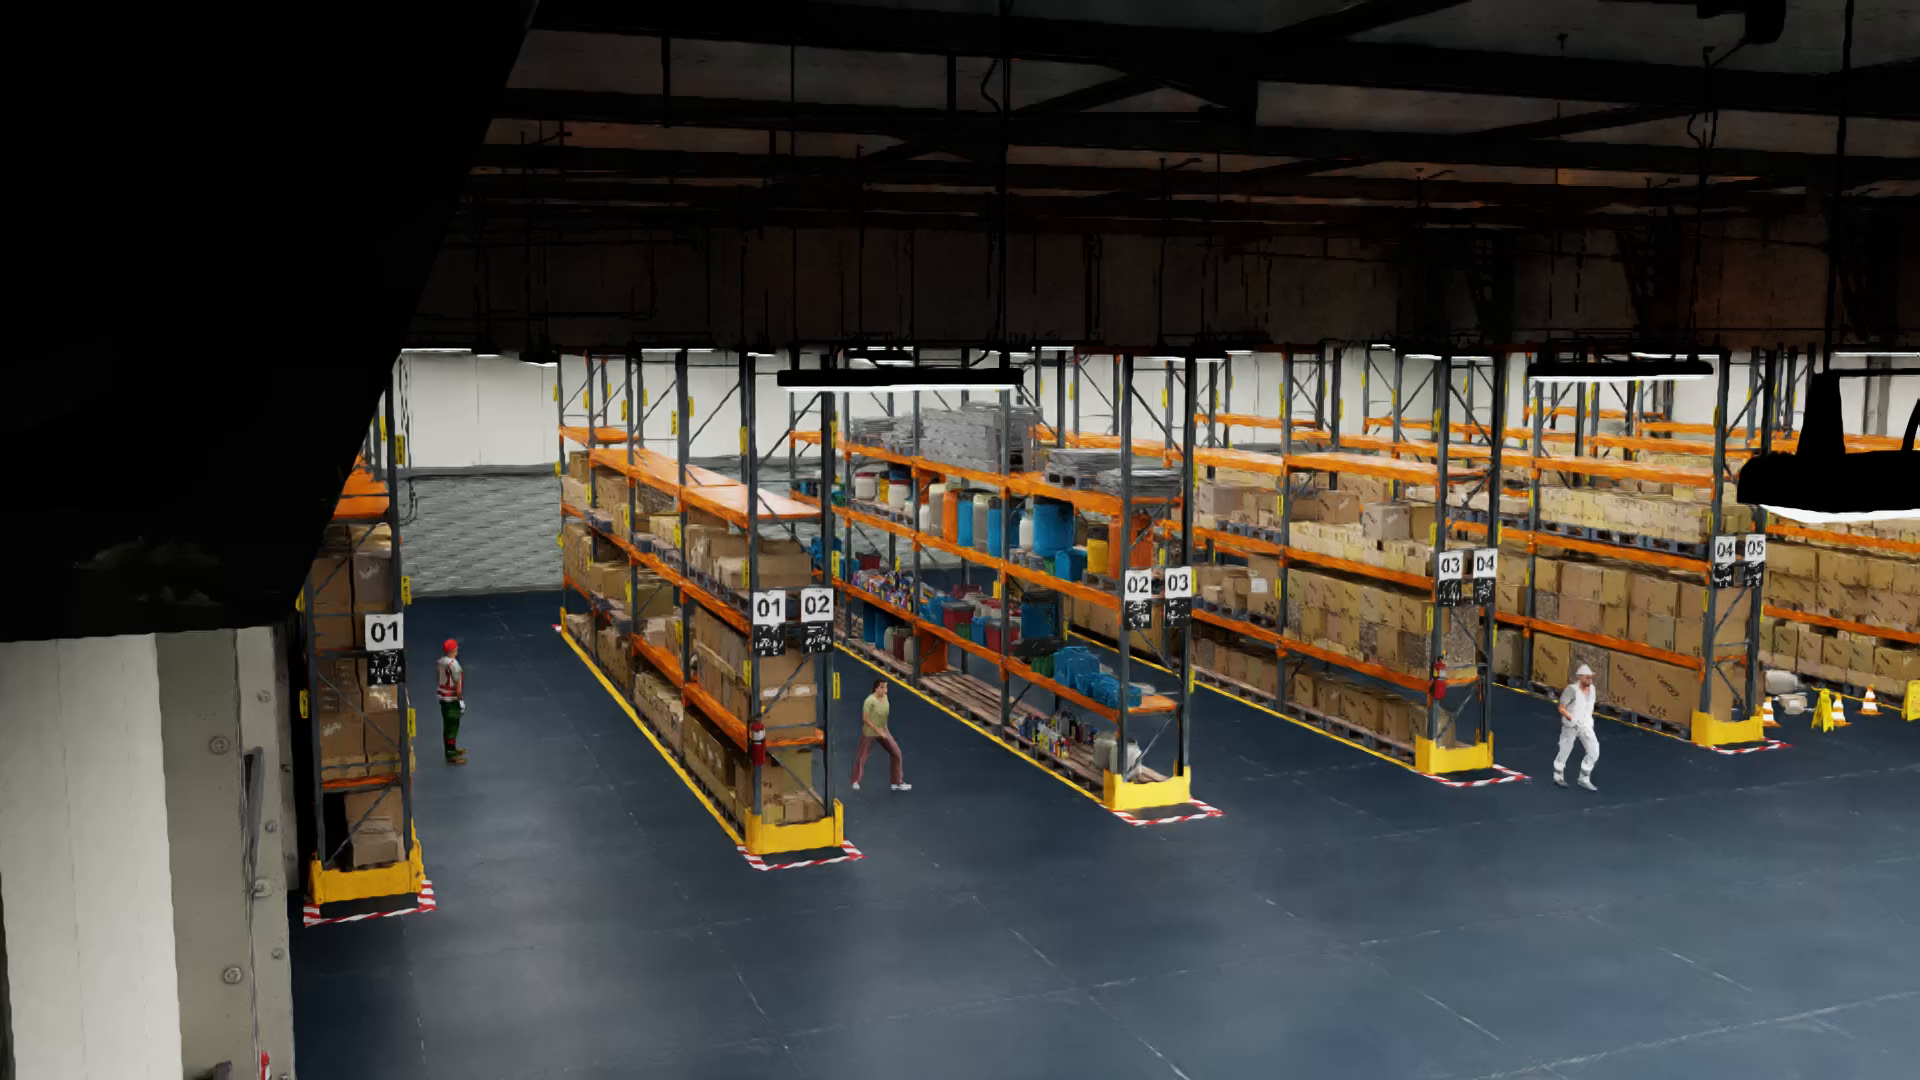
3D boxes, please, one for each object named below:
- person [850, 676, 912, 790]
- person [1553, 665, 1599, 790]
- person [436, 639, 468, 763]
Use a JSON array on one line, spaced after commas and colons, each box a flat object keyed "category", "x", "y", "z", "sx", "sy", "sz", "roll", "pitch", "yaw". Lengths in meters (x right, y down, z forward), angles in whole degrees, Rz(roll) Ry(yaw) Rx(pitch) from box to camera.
[{"category": "person", "x": -1.141, "y": 2.639, "z": 22.787, "sx": 0.616, "sy": 1.606, "sz": 0.801, "roll": -6, "pitch": 10, "yaw": -40}, {"category": "person", "x": 8.542, "y": 2.566, "z": 22.923, "sx": 0.711, "sy": 1.751, "sz": 0.680, "roll": -2, "pitch": 8, "yaw": -17}, {"category": "person", "x": -7.427, "y": 2.333, "z": 24.413, "sx": 0.468, "sy": 1.787, "sz": 0.625, "roll": -7, "pitch": 10, "yaw": -44}]
